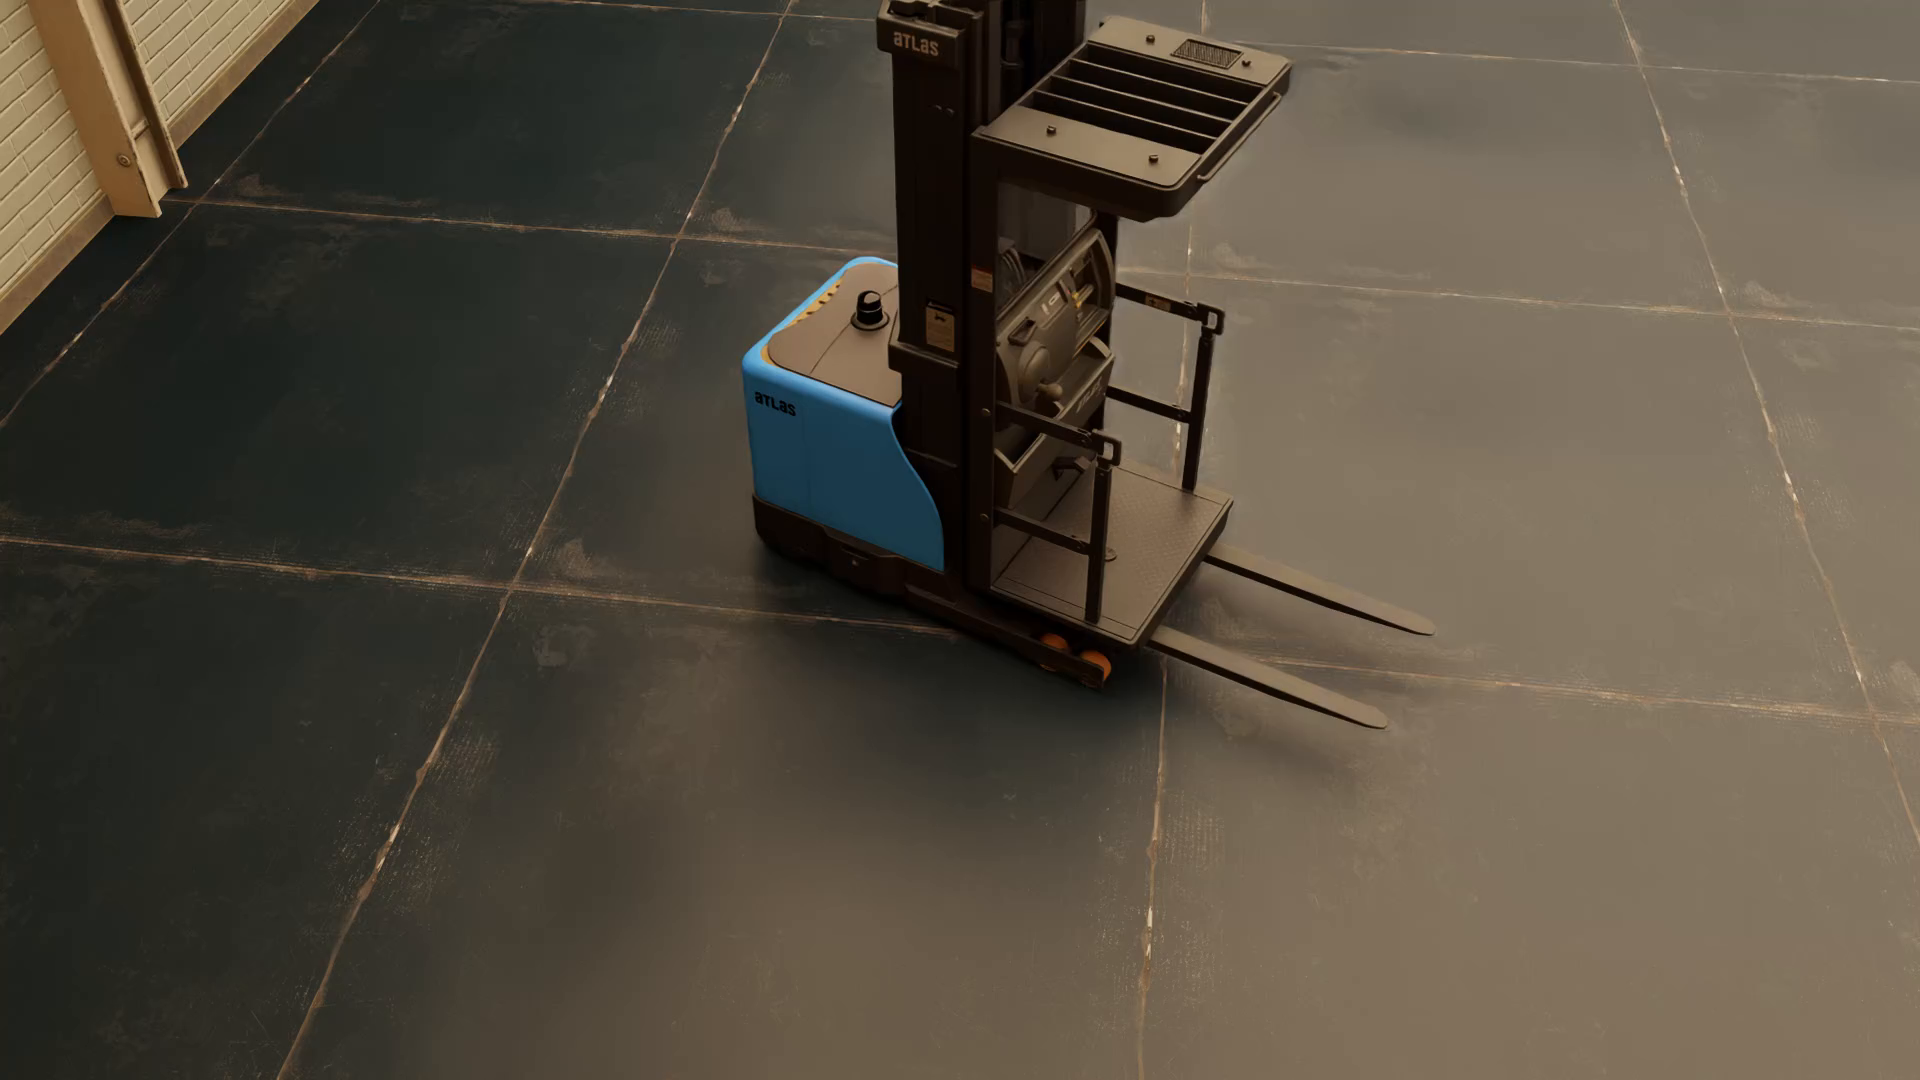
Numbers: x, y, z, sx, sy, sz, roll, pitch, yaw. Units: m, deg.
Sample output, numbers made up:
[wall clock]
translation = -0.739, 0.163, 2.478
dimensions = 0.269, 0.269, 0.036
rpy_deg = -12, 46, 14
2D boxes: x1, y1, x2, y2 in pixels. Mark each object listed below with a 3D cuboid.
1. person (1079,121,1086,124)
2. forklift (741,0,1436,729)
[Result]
[person]
translation = 0.335, -2.471, 9.426
dimensions = 0.757, 1.576, 0.658
rpy_deg = 1, 43, 2
[forklift]
translation = 0.572, -0.857, 6.657
dimensions = 3.031, 2.935, 1.130
rpy_deg = 21, 47, 22
